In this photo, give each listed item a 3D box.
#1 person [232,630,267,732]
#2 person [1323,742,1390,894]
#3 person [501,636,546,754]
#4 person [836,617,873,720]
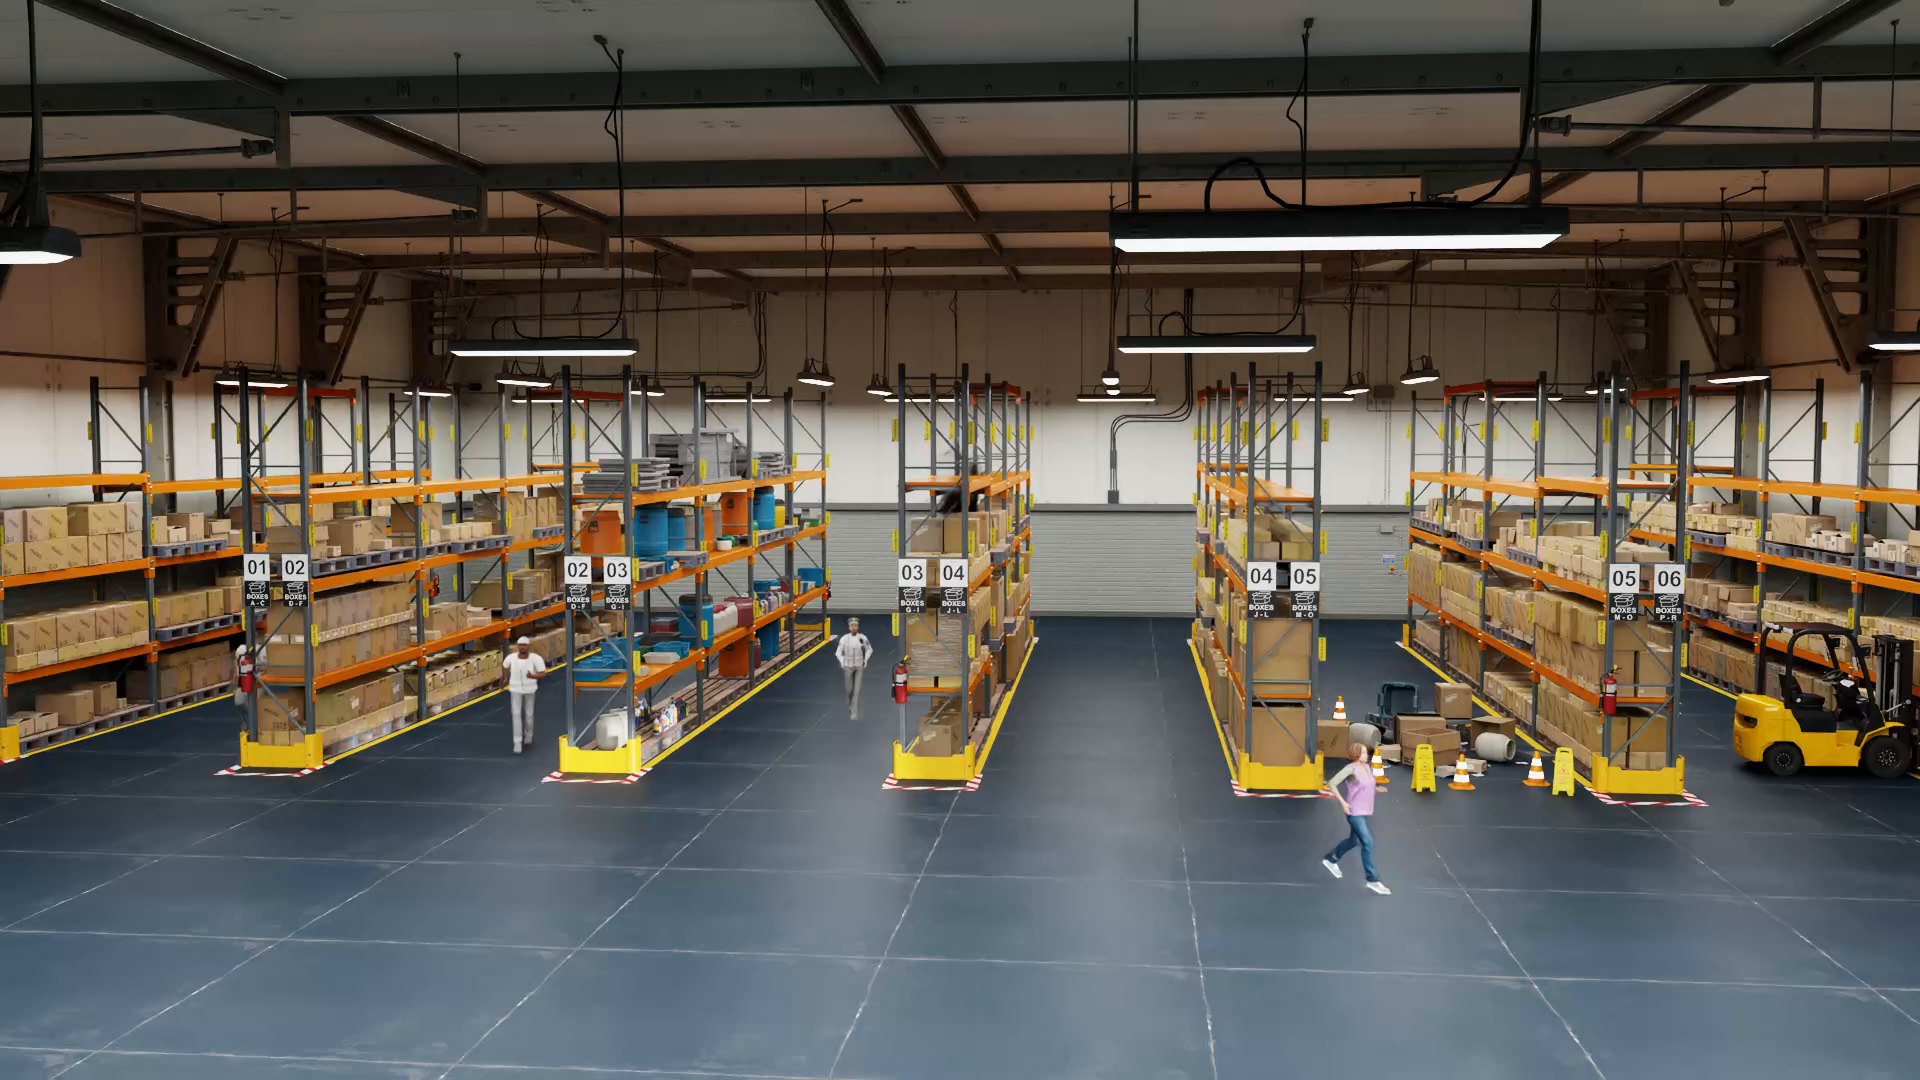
[{"bbox_3d":[-11.831,2.342,27.691,0.647,1.754,0.659,0,4,-4],"label":"person"},{"bbox_3d":[4.348,3.010,18.225,0.868,1.601,0.528,3,5,41],"label":"person"},{"bbox_3d":[-6.890,2.415,26.271,0.692,1.807,0.805,-1,4,-12],"label":"person"},{"bbox_3d":[-1.753,2.113,27.641,0.617,1.679,0.696,0,4,-5],"label":"person"}]
